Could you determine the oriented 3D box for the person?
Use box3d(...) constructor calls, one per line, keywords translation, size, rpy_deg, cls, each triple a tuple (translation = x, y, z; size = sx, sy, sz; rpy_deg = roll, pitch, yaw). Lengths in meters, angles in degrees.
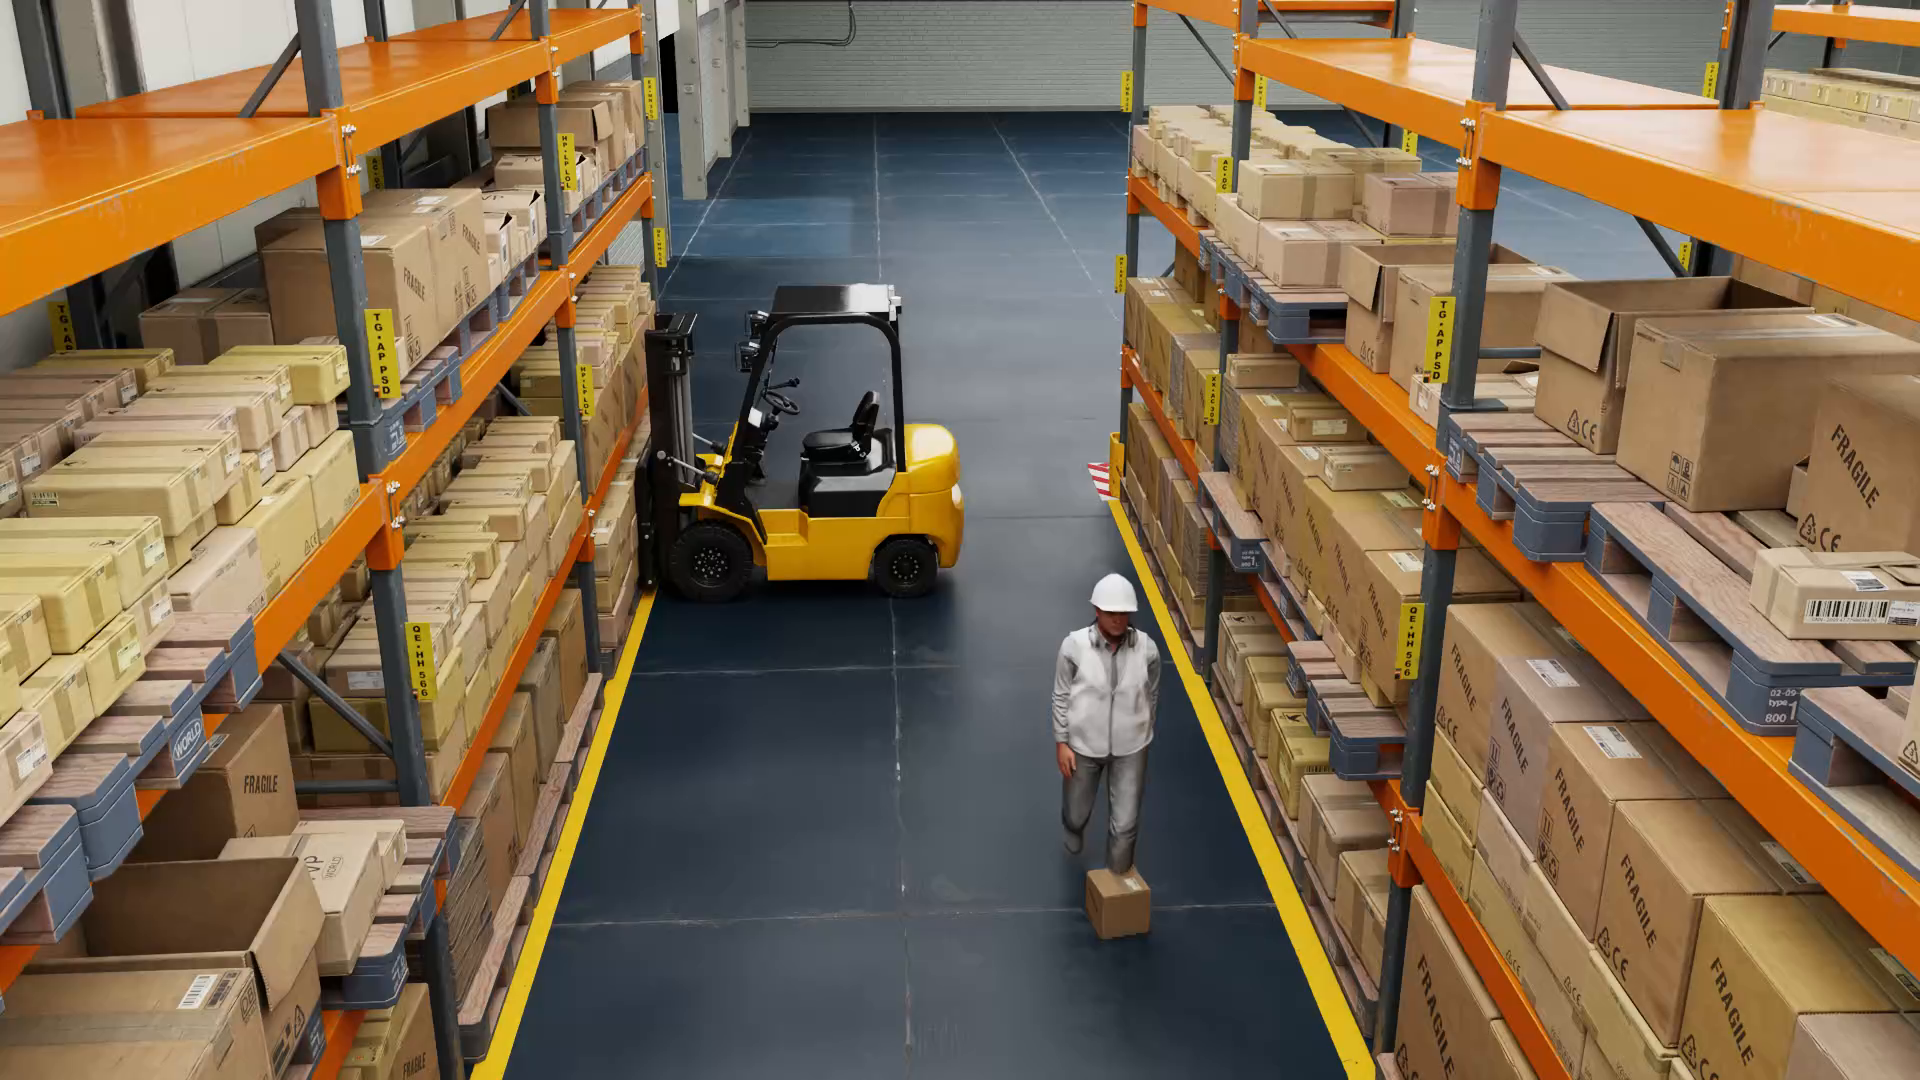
box3d(translation=(0.722, 0.983, 8.351), size=(0.540, 1.749, 0.812), rpy_deg=(0, 20, -1), cls="person")
